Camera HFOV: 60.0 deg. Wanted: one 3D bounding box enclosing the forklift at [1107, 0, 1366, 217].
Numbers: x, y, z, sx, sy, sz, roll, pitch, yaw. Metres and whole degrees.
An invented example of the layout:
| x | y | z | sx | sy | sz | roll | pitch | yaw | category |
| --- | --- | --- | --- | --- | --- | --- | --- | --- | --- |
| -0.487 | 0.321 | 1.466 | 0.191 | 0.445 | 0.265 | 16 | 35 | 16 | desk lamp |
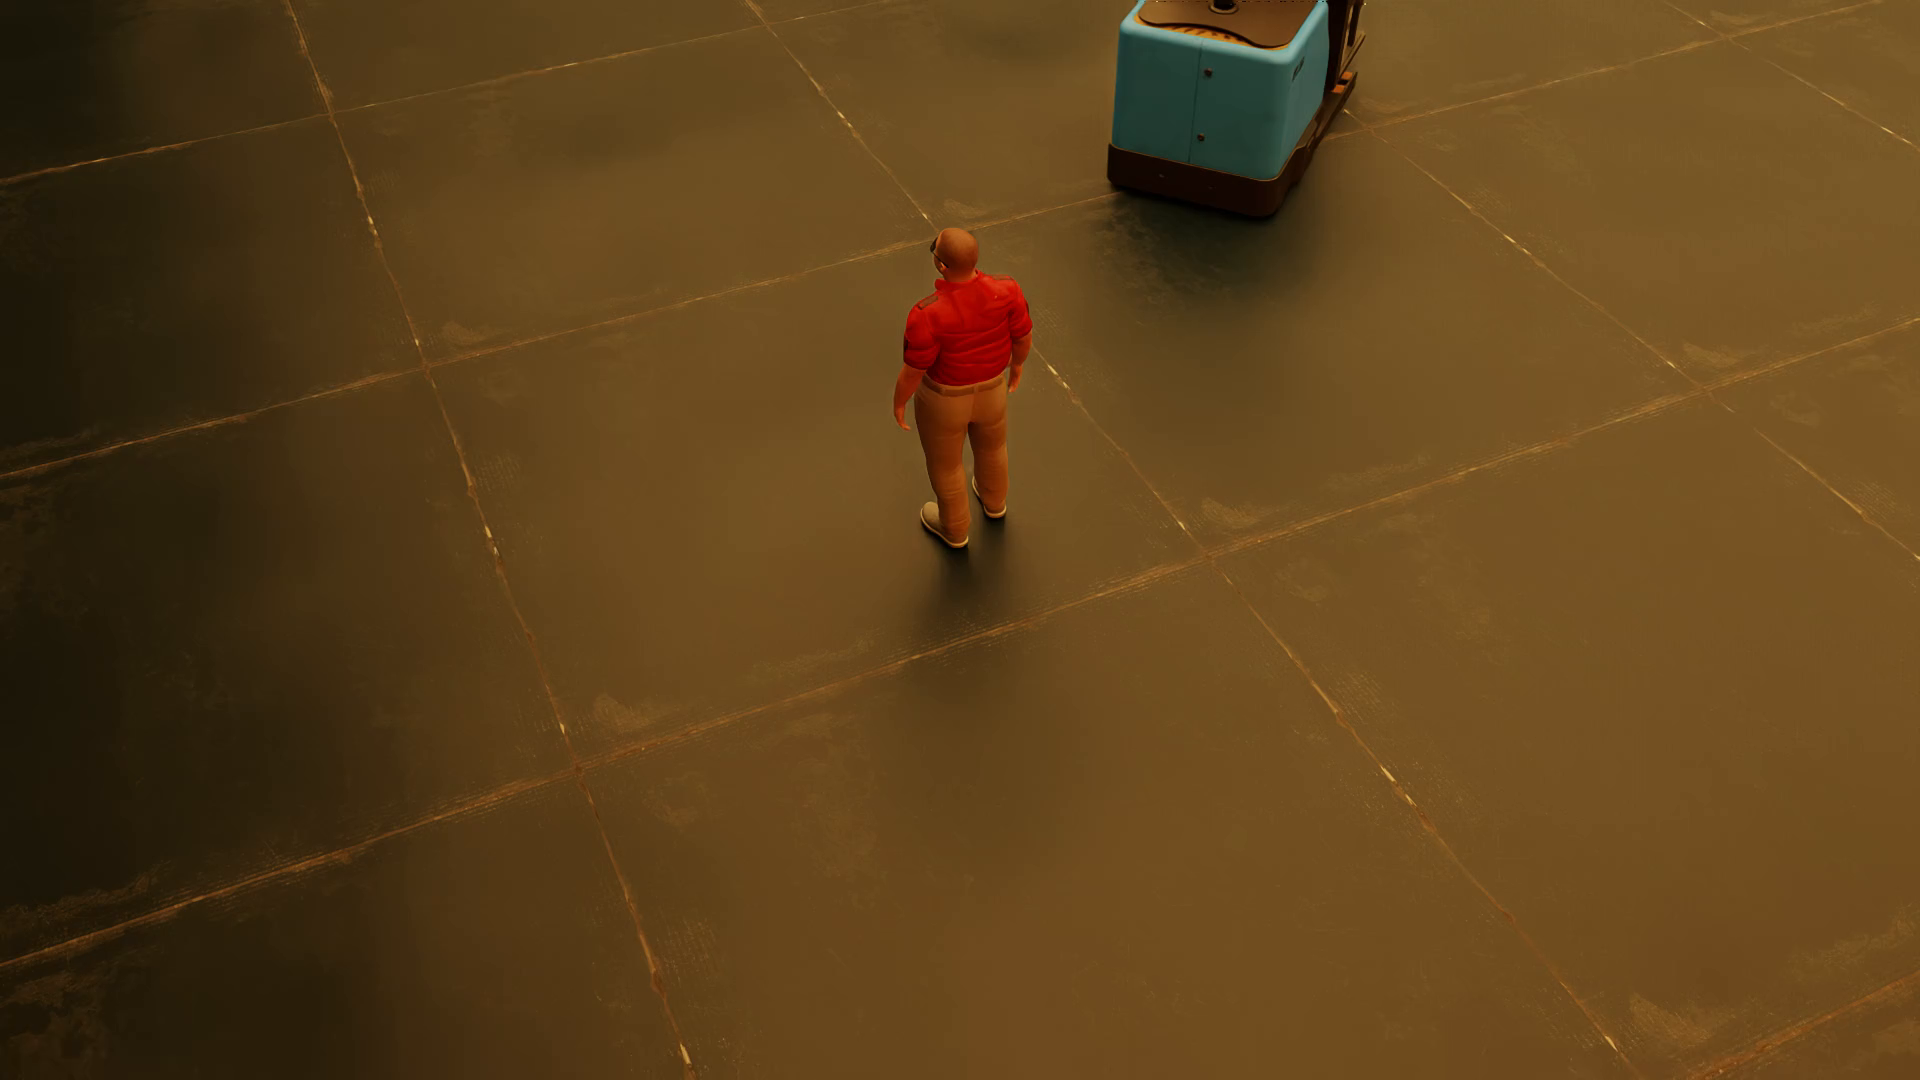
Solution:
| x | y | z | sx | sy | sz | roll | pitch | yaw | category |
| --- | --- | --- | --- | --- | --- | --- | --- | --- | --- |
| 1.960 | -3.979 | 9.944 | 1.130 | 2.935 | 3.031 | 17 | 46 | 18 | forklift |

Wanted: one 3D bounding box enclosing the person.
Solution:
| x | y | z | sx | sy | sz | roll | pitch | yaw | category |
| --- | --- | --- | --- | --- | --- | --- | --- | --- | --- |
| -0.026 | -0.696 | 7.297 | 0.640 | 1.727 | 0.551 | -18 | 46 | -18 | person |
